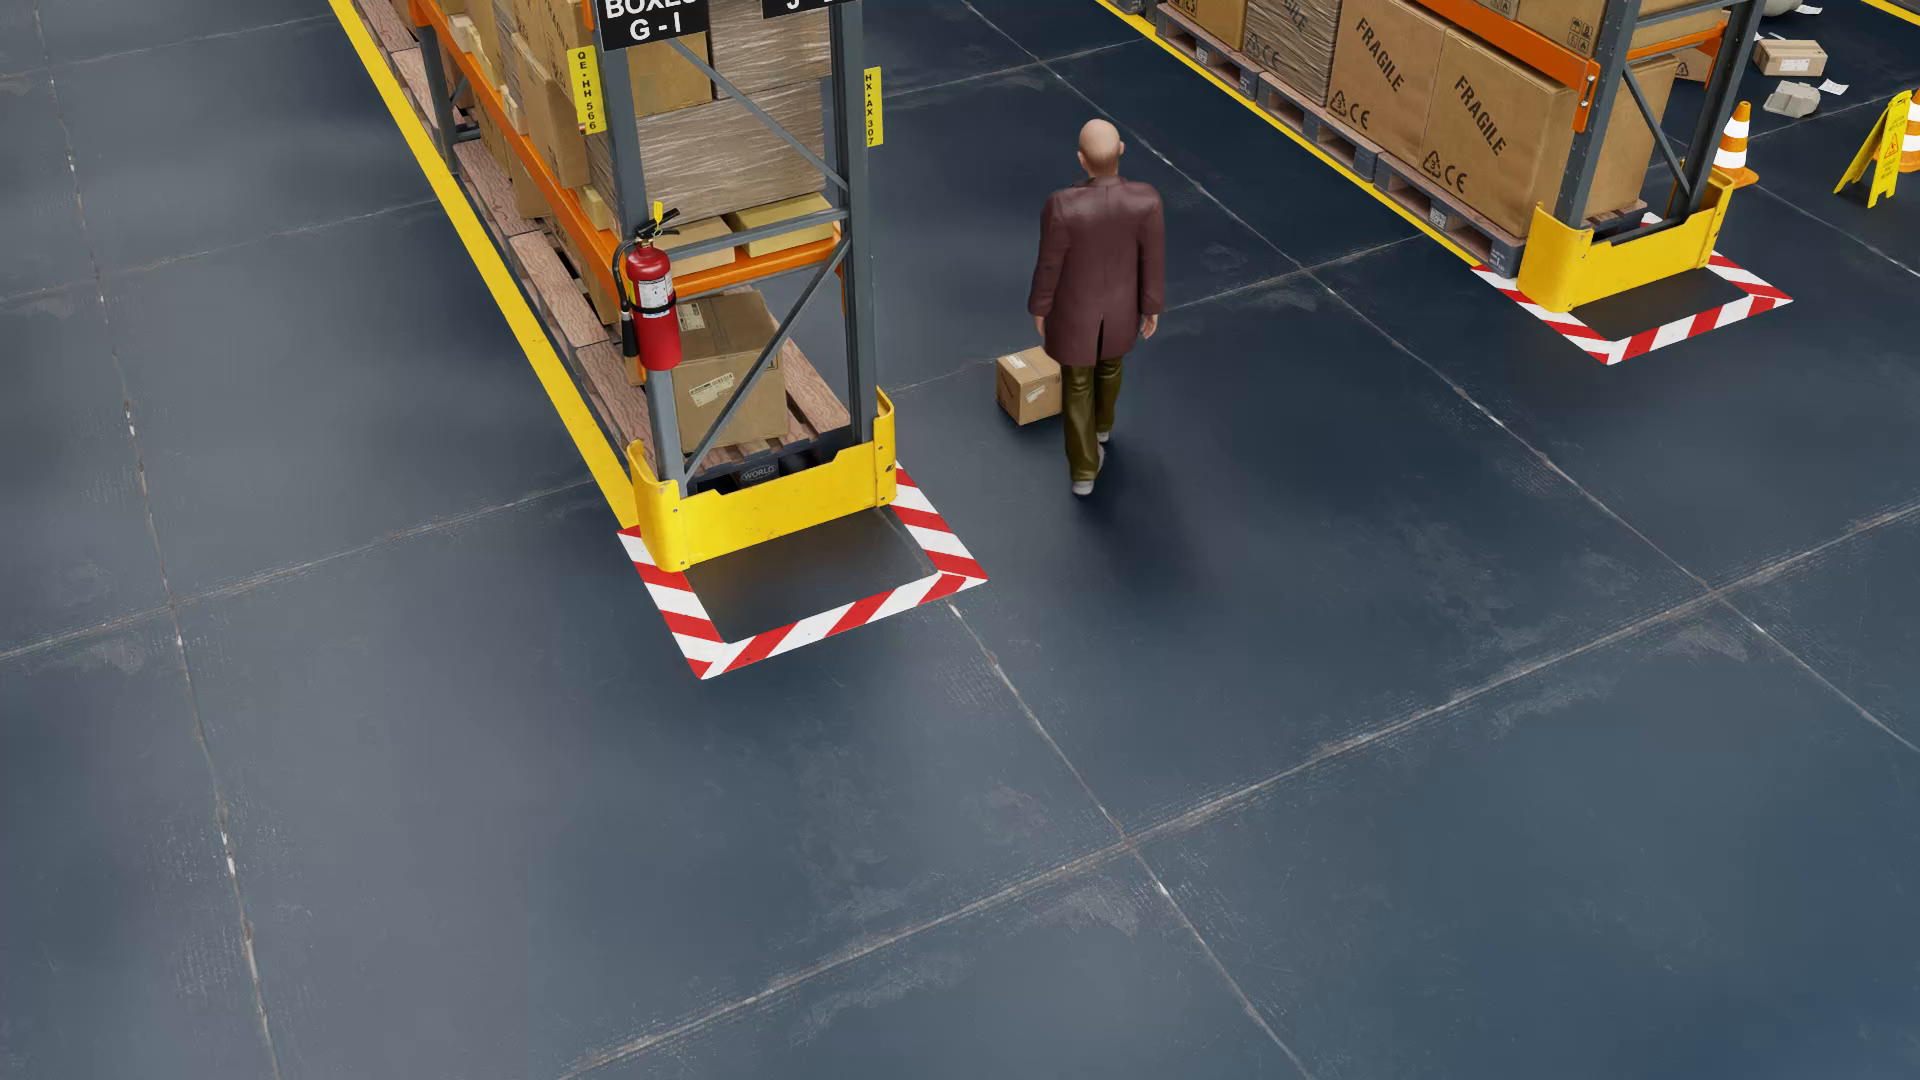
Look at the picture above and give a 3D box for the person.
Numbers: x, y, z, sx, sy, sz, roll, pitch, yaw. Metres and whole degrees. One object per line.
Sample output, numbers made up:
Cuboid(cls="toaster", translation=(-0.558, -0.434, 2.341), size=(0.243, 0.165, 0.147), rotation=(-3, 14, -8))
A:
Cuboid(cls="person", translation=(0.573, -1.107, 7.450), size=(0.599, 1.770, 0.754), rotation=(-7, 41, -8))
